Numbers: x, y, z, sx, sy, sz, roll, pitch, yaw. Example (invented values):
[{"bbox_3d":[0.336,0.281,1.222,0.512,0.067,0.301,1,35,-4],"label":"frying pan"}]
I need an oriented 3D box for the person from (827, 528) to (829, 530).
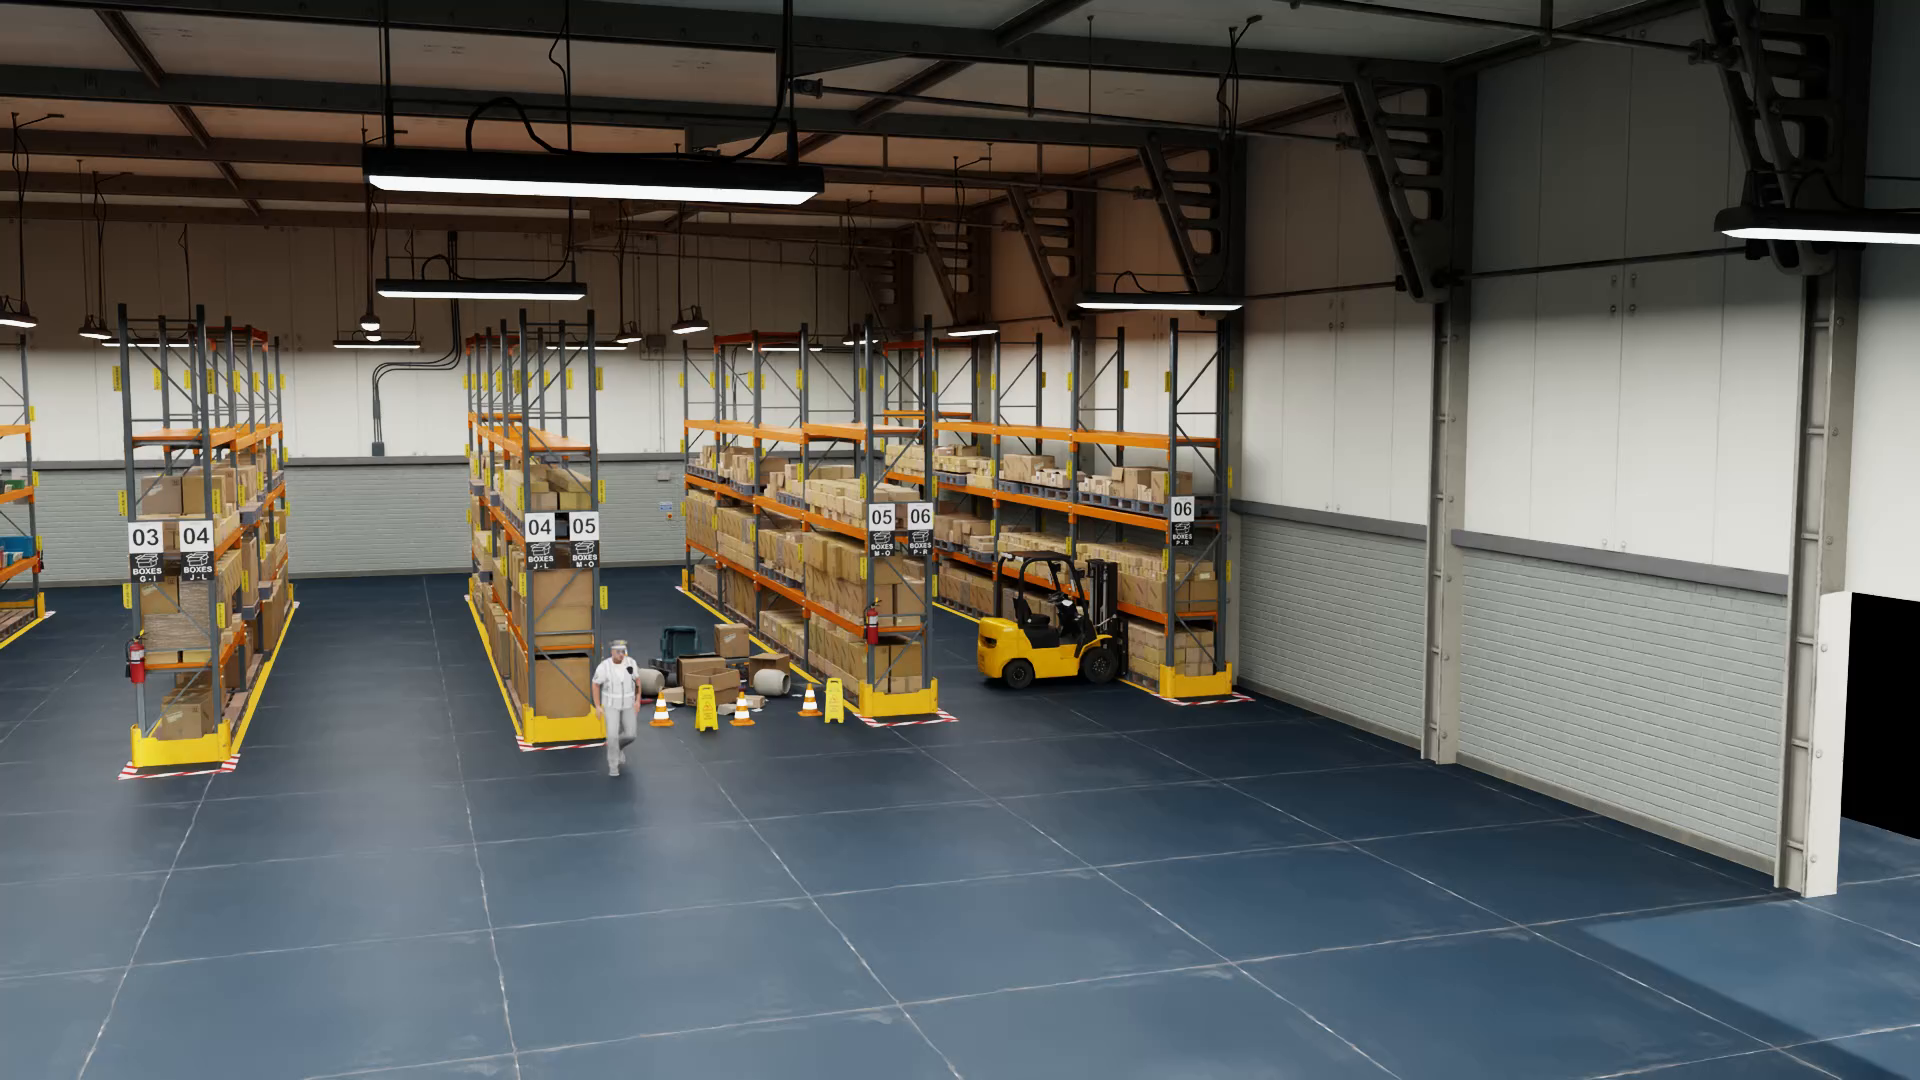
[{"bbox_3d":[-3.075,0.415,37.872,0.517,1.658,0.545,-2,6,-24],"label":"person"}]

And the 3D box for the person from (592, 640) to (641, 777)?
[{"bbox_3d":[-4.426,2.121,21.396,0.626,1.742,0.636,-3,6,-28],"label":"person"}]
